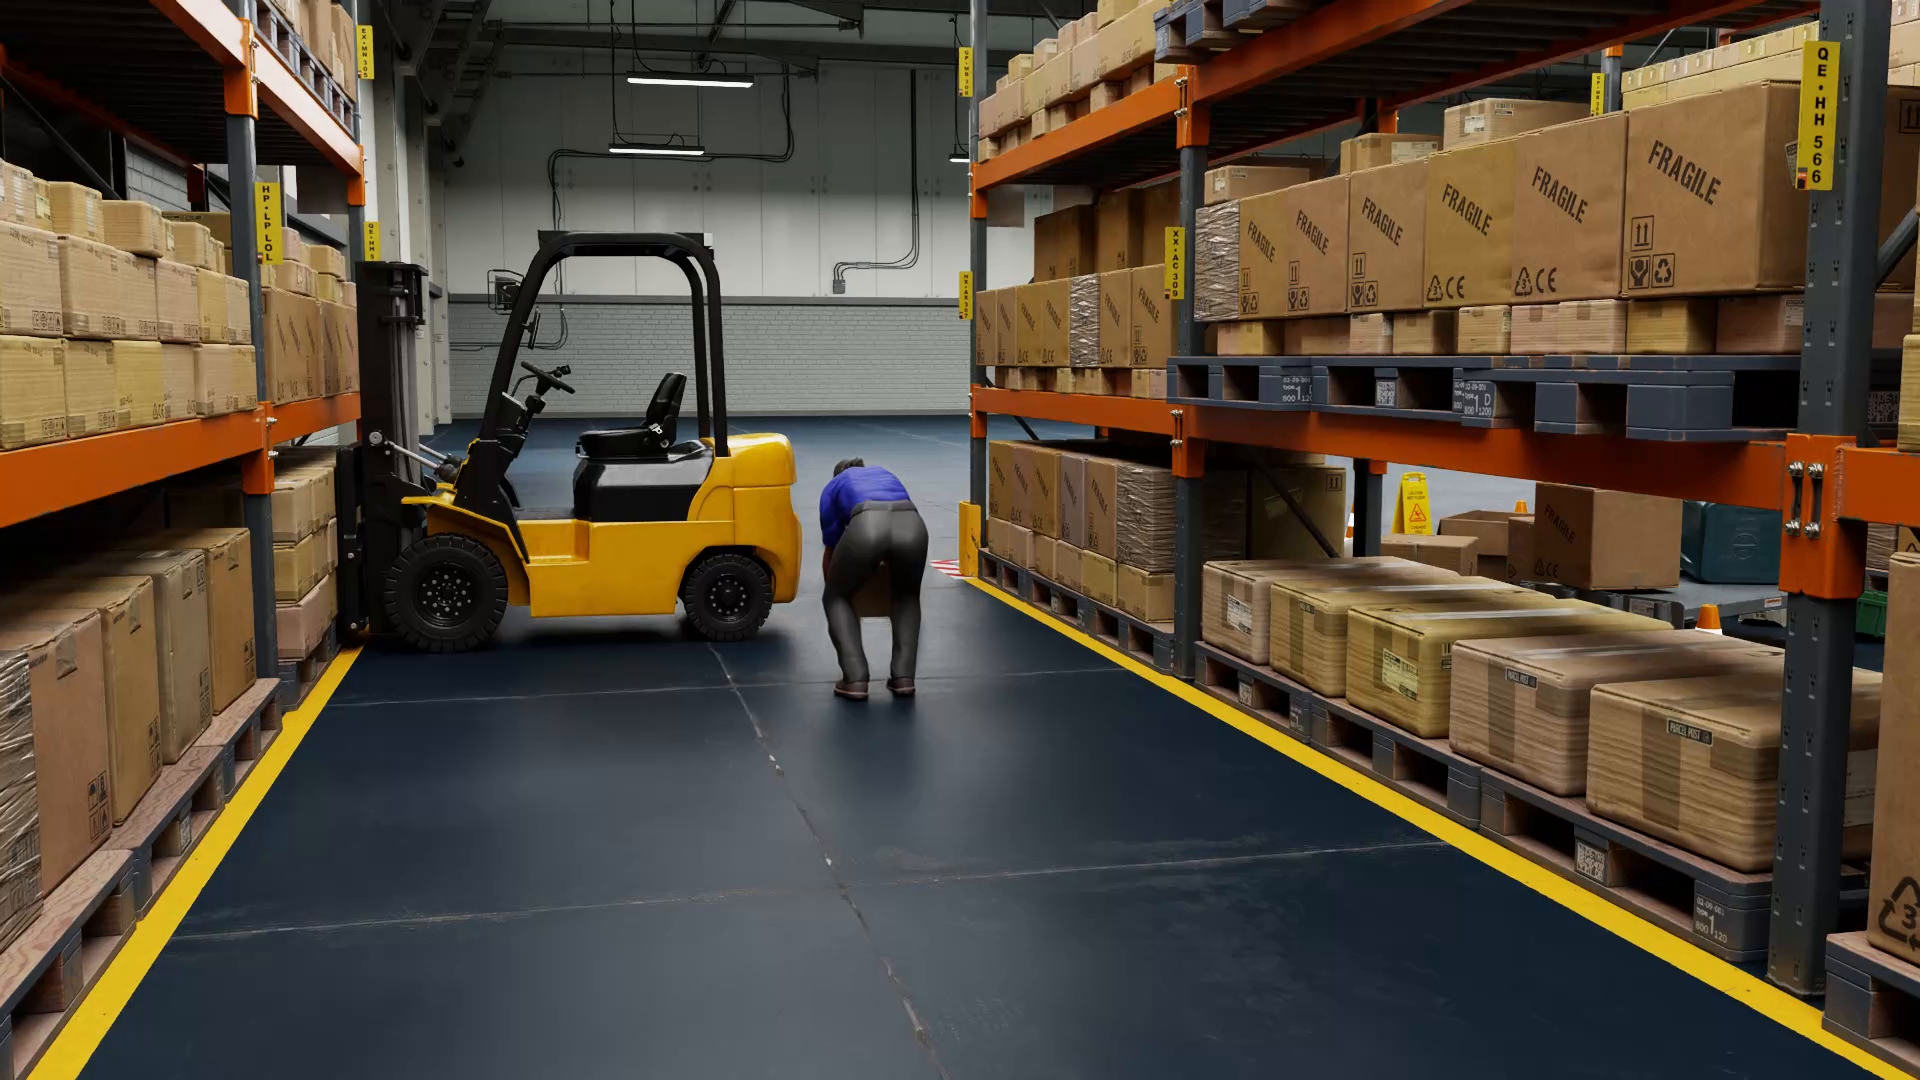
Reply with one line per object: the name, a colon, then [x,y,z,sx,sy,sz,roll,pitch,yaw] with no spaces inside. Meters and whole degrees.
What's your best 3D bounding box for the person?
person: [-0.413,0.160,7.574,0.451,1.048,0.857,-2,7,-17]
